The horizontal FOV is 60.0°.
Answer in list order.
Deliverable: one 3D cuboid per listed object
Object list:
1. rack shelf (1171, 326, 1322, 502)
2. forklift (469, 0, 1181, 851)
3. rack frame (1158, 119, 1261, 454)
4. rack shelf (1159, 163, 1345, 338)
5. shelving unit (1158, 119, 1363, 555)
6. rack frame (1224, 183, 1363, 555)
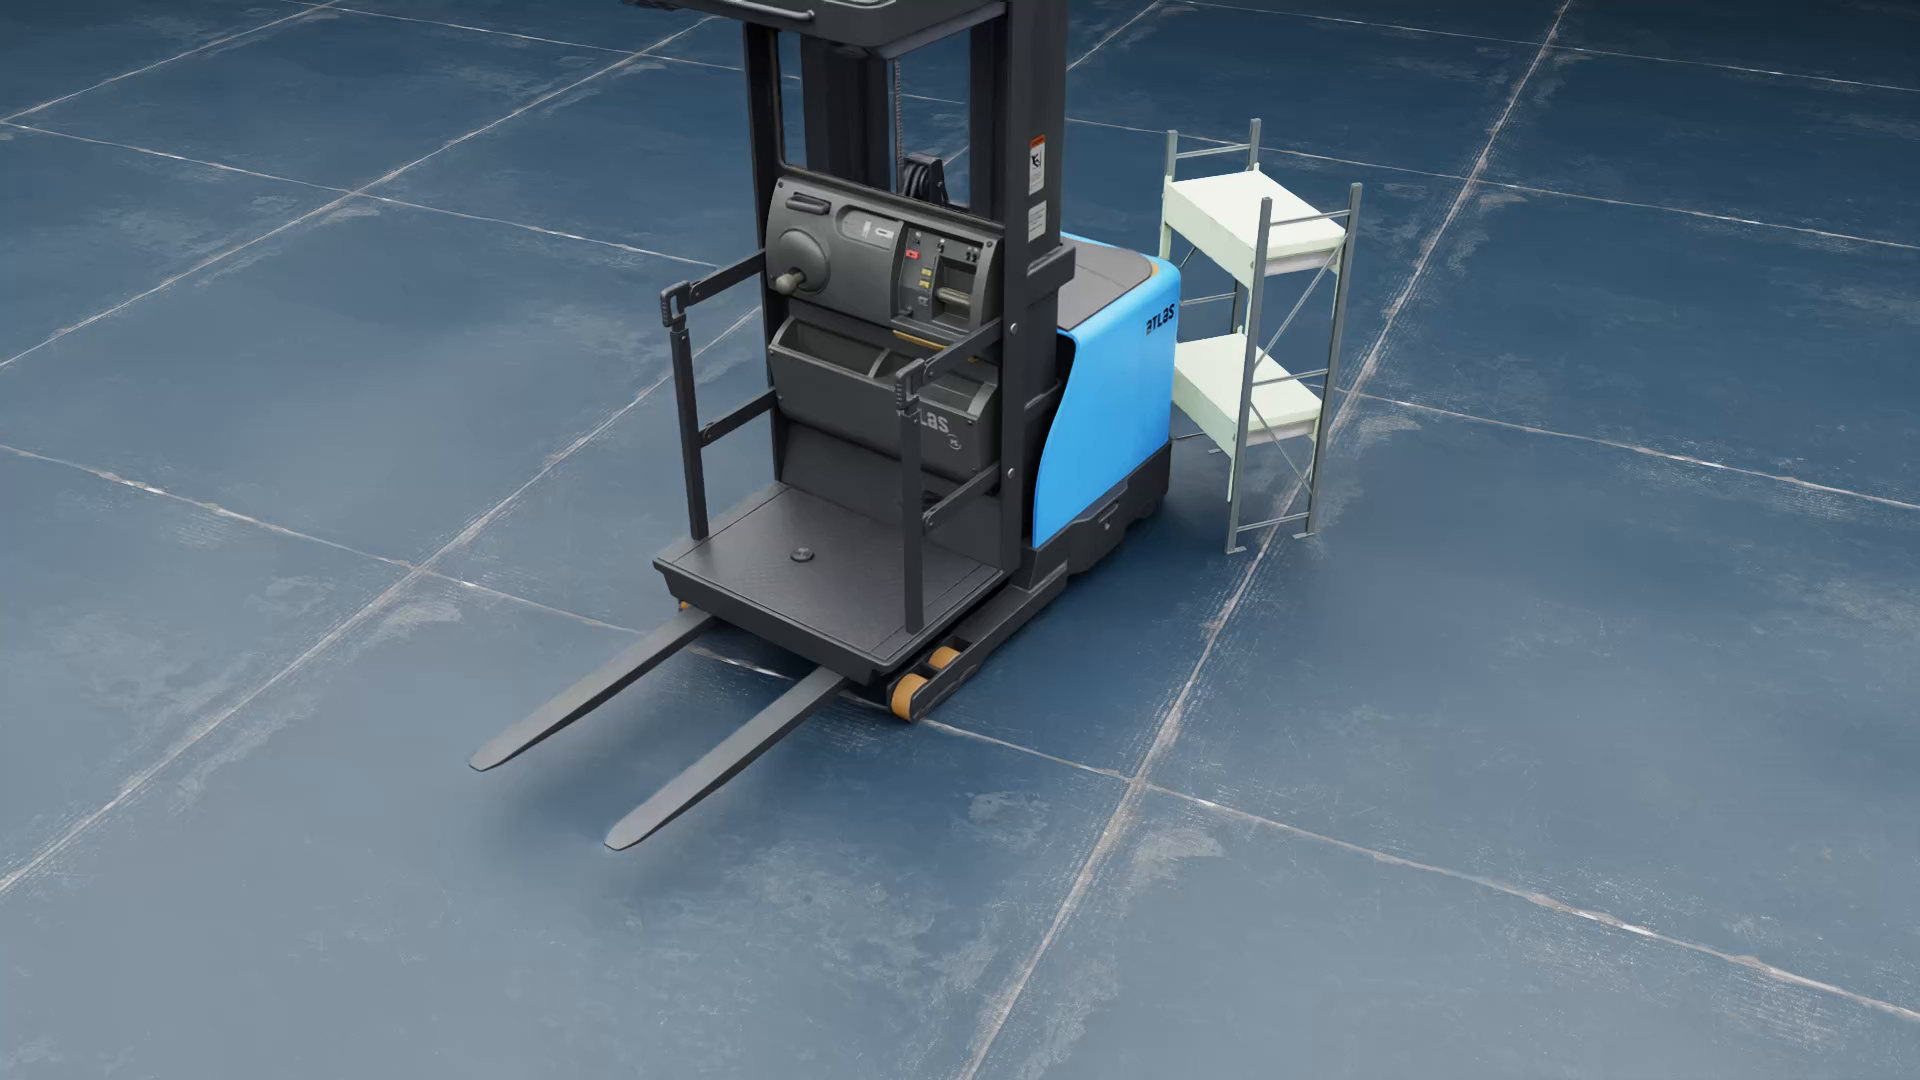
[{"bbox_3d":[1.122,-0.527,6.781,0.431,0.370,0.720,-12,35,-17],"label":"rack shelf"},{"bbox_3d":[-0.400,-0.896,5.444,1.130,2.935,3.031,22,39,29],"label":"forklift"},{"bbox_3d":[0.992,-0.988,6.888,0.400,1.500,0.023,-12,35,-17],"label":"rack frame"},{"bbox_3d":[1.122,-1.126,6.388,0.431,0.370,0.720,-12,35,-17],"label":"rack shelf"},{"bbox_3d":[1.122,-0.800,6.602,0.431,1.500,0.755,-12,35,-17],"label":"shelving unit"},{"bbox_3d":[1.252,-0.612,6.316,0.400,1.500,0.023,-12,35,-17],"label":"rack frame"}]
